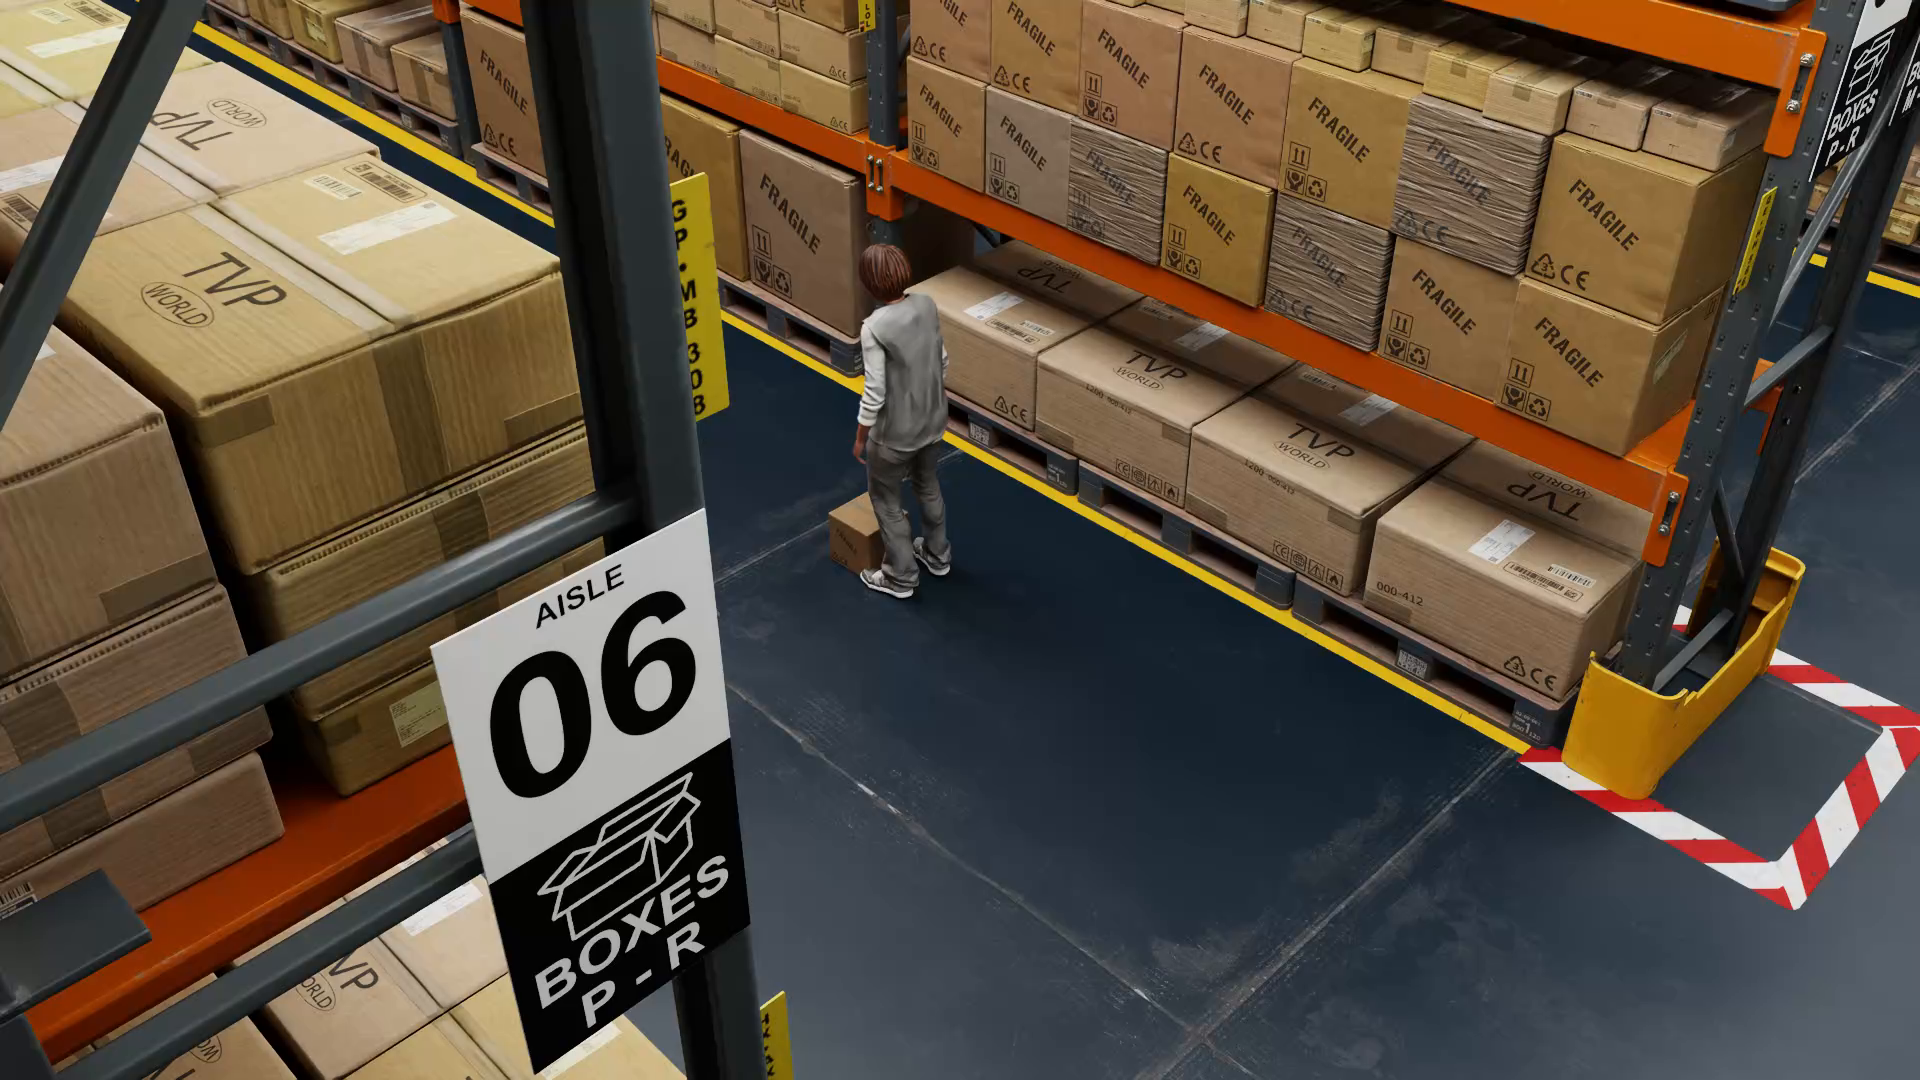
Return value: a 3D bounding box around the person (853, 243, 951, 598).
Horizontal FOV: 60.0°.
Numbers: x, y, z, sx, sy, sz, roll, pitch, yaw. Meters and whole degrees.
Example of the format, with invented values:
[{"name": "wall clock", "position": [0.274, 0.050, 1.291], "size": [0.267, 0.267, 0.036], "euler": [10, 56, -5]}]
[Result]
[{"name": "person", "position": [-0.231, -0.465, 6.797], "size": [0.341, 1.594, 0.482], "euler": [29, 45, 34]}]
